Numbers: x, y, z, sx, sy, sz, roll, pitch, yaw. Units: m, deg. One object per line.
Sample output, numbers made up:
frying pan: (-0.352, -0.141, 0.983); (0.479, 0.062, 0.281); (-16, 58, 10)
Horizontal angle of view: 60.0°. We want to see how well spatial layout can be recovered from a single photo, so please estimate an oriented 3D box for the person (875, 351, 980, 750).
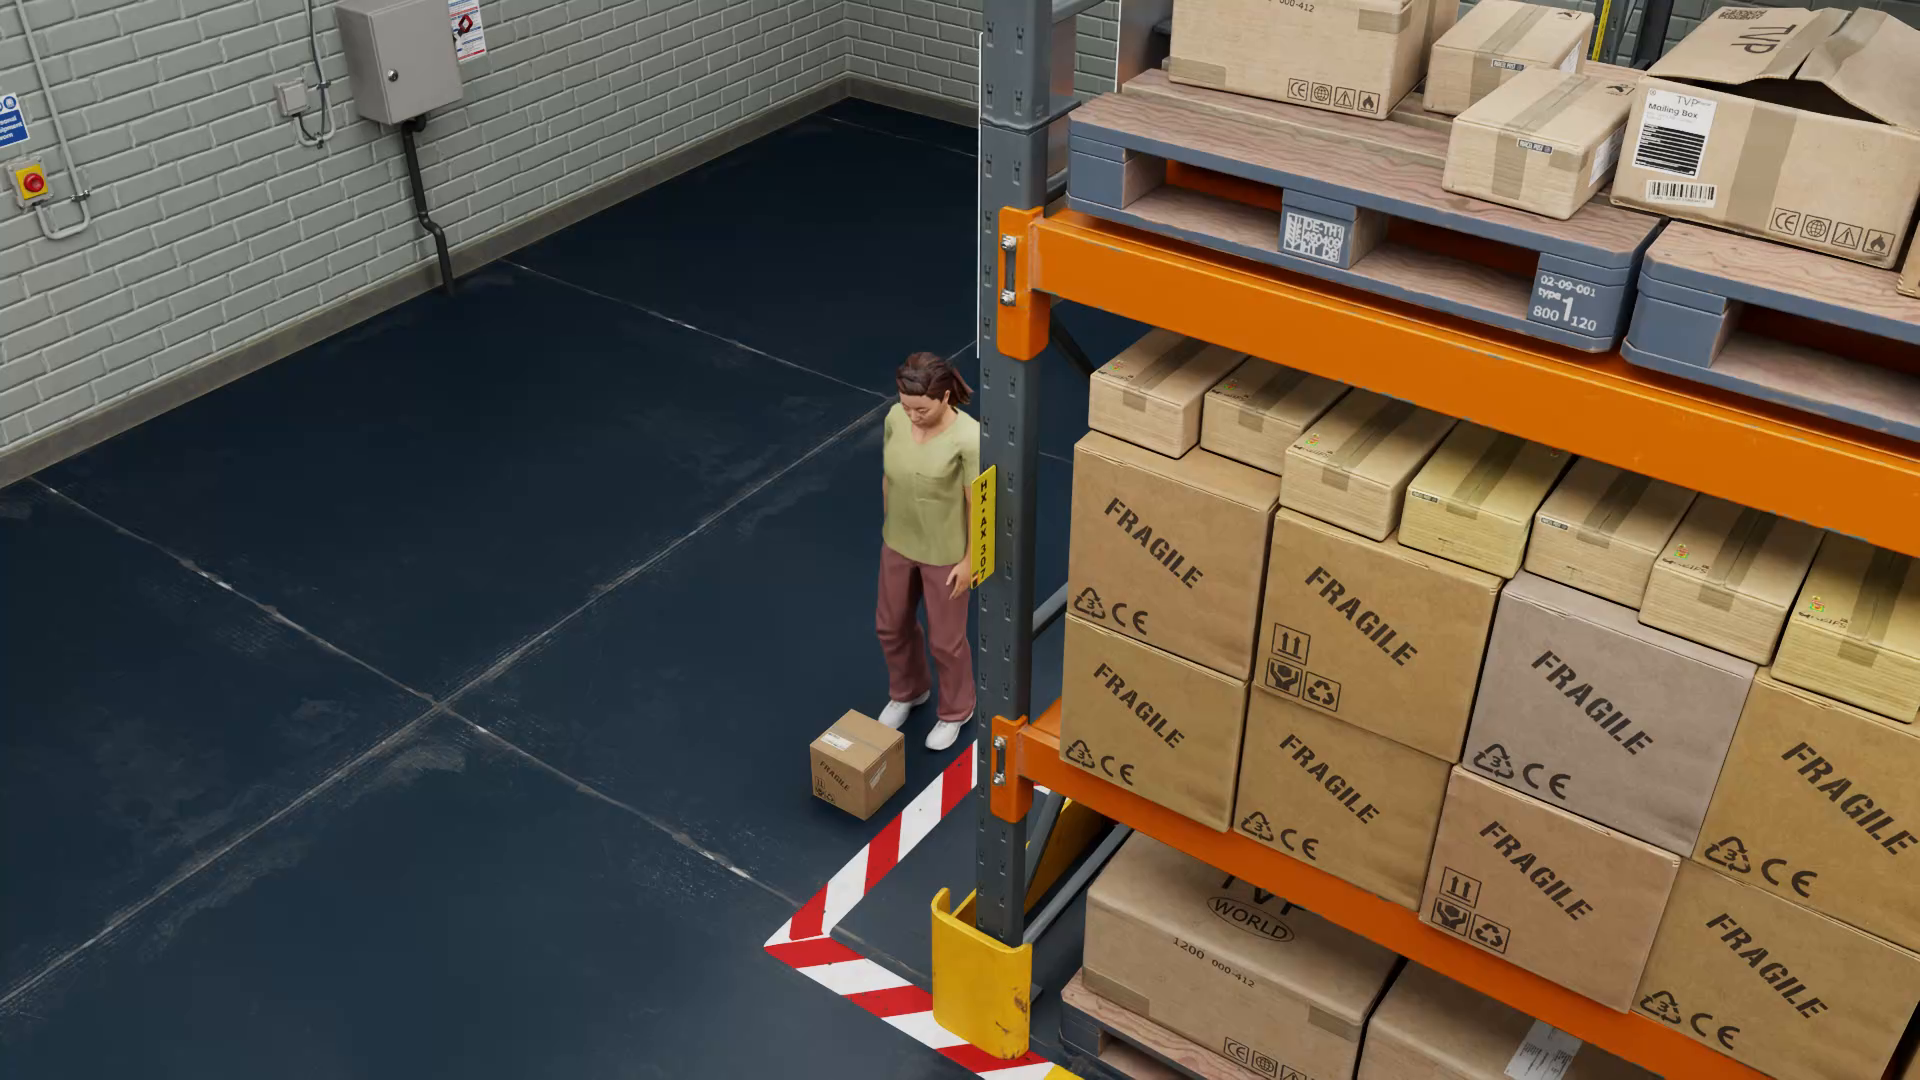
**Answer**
person: (-0.101, 0.034, 6.113); (0.452, 1.668, 0.358); (20, 40, 27)
